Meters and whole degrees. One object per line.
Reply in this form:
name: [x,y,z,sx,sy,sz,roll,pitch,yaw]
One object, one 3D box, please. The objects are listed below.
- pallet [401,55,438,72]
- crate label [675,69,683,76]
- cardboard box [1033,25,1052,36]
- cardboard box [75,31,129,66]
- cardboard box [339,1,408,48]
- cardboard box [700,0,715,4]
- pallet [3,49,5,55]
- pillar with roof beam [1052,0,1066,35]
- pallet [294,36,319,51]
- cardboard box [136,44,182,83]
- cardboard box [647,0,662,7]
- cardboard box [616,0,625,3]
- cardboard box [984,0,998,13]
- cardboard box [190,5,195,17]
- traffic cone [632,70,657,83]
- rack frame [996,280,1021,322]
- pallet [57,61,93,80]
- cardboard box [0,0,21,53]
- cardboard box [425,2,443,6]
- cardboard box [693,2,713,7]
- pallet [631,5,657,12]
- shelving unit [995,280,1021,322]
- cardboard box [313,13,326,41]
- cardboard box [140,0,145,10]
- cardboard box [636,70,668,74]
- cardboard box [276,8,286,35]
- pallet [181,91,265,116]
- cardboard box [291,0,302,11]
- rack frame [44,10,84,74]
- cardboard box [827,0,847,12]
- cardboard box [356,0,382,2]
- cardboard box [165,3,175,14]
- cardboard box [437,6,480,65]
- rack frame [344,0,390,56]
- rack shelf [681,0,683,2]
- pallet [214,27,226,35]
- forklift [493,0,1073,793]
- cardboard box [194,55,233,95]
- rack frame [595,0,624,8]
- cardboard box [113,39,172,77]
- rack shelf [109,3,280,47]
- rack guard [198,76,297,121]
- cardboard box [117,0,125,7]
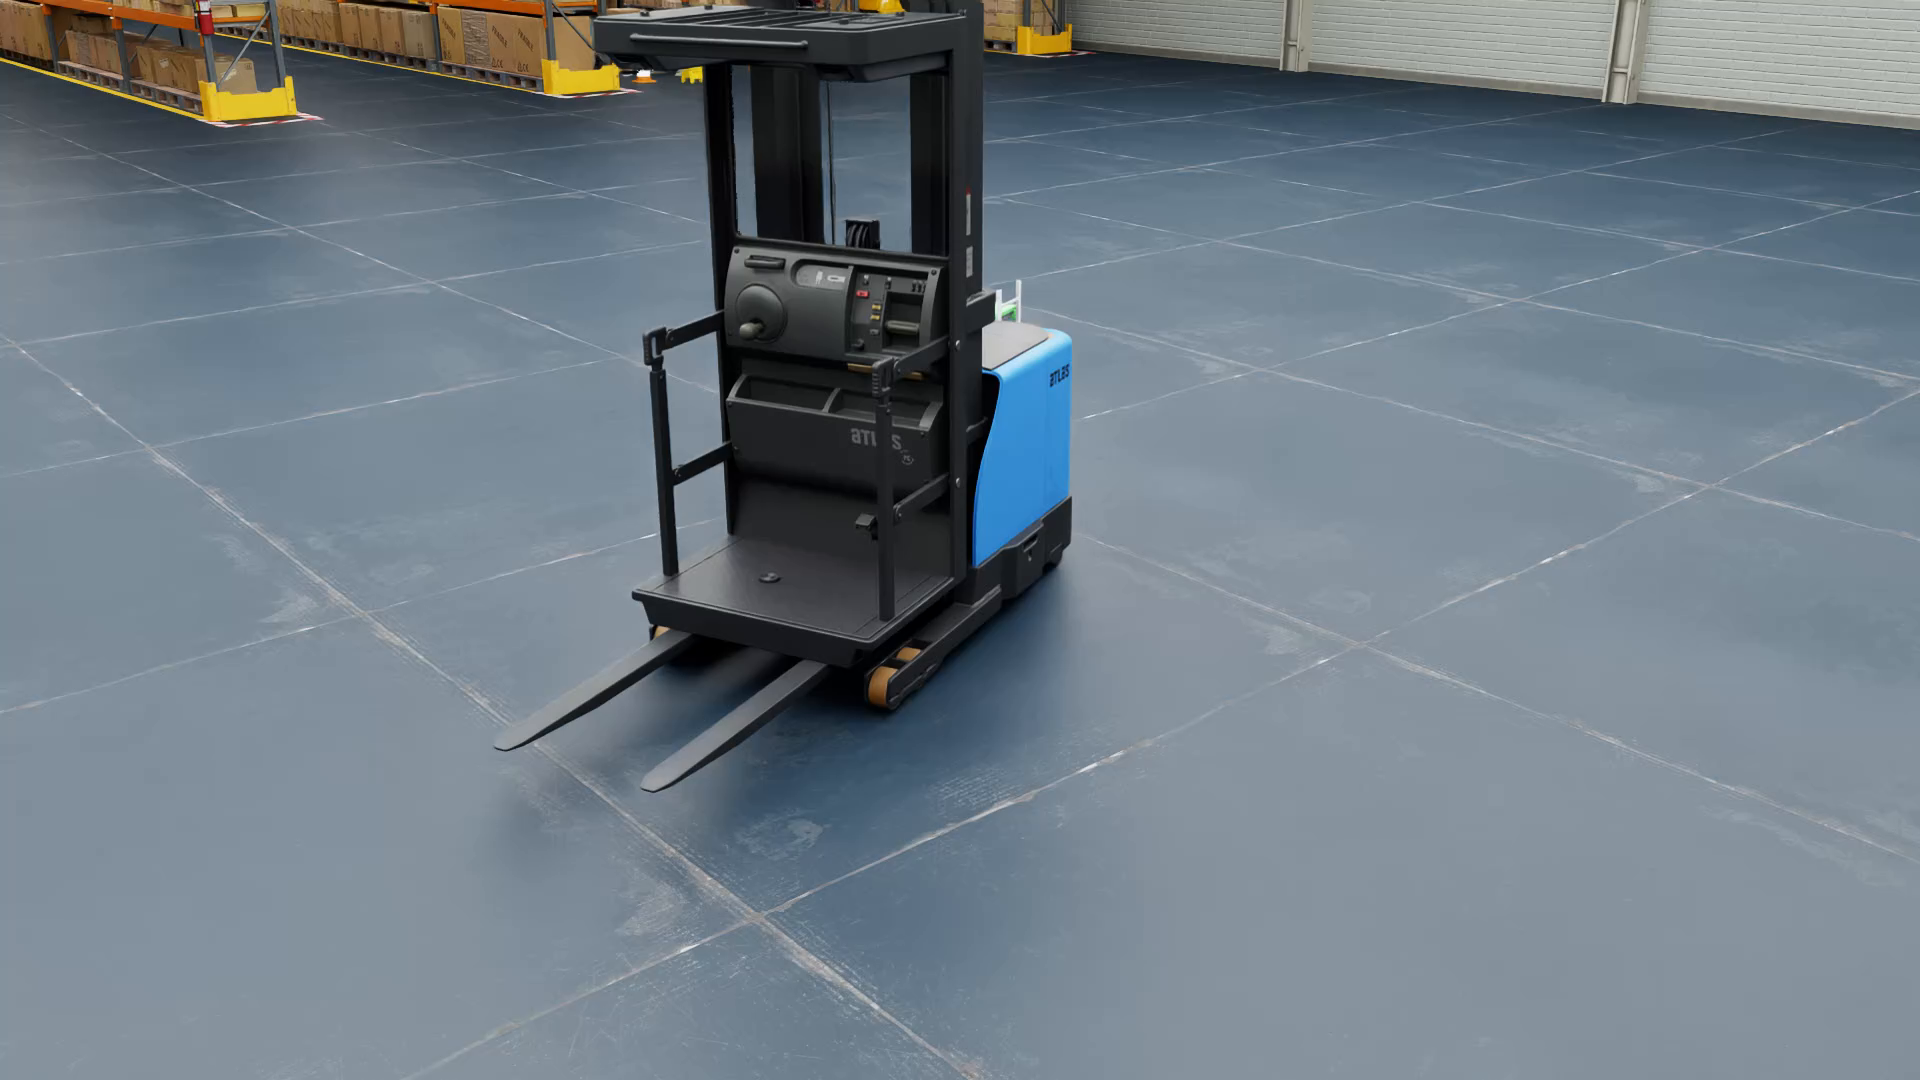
pallet: [-9.015,-8.334,28.972,1.003,0.211,1.213,-17,27,-37]
crate label: [-4.596,-7.861,27.867,0.298,0.136,0.250,7,23,18]
cardboard box: [1.427,-9.818,32.133,0.500,0.250,0.500,-17,27,-37]
cardboard box: [-14.064,-8.100,27.375,0.500,0.500,0.700,20,29,41]
cardboard box: [-10.736,-9.500,30.636,1.050,0.750,0.750,-18,28,-38]
cardboard box: [-4.553,-9.934,30.510,0.380,0.149,0.250,-17,27,-37]
pallet: [-17.937,-9.425,31.757,1.003,0.211,1.213,-17,27,-37]
pillar with roof beam: [-1.434,-12.896,28.571,9.100,9.000,0.400,-17,27,-37]
pallet: [-12.366,-9.797,32.707,1.003,0.211,1.213,-17,27,-37]
cardboard box: [-12.047,-7.196,25.094,0.500,0.500,0.500,-18,28,-39]
cardboard box: [-7.311,-13.449,41.060,0.700,0.500,0.500,-19,28,-39]
cardboard box: [-8.518,-13.983,42.419,0.797,0.503,0.637,-19,28,-39]
cardboard box: [0.724,-10.294,31.977,0.500,0.250,0.500,-17,27,-36]
cardboard box: [-10.172,-7.161,22.498,0.380,0.149,0.250,-17,27,-37]
traffic cone: [-5.114,-7.635,26.844,0.336,0.463,0.334,-17,27,-37]
rack frame: [0.227,-0.622,7.926,0.015,1.200,0.240,10,24,24]
pallet: [-14.380,-7.875,27.800,1.003,0.211,1.213,-17,27,-37]
cardboard box: [-16.483,-9.282,29.907,1.225,0.875,0.875,-19,28,-39]
cardboard box: [-12.096,-12.803,39.495,0.875,0.438,0.875,-19,28,-39]
cardboard box: [-4.589,-9.680,30.753,0.500,0.500,0.500,-16,26,-35]
pallet: [-7.482,-13.265,41.562,1.003,0.211,1.213,-17,27,-37]
shelving unit: [0.008,-0.661,8.026,0.503,1.200,0.258,10,24,24]
cardboard box: [-12.029,-9.838,31.840,0.500,0.500,0.500,-16,27,-35]
cardboard box: [-11.530,-7.697,23.866,0.380,0.149,0.250,-17,27,-37]
cardboard box: [-5.223,-8.258,28.379,0.637,0.503,0.797,3,22,9]
cardboard box: [-13.395,-10.412,33.305,0.500,0.500,0.500,-16,27,-35]
pallet: [-10.220,-6.134,23.357,1.003,0.211,1.213,-17,27,-37]
cardboard box: [-12.715,-10.472,32.432,0.500,0.250,0.500,-16,27,-35]
rack frame: [-14.889,-9.389,27.843,1.000,3.000,0.127,-17,27,-37]
cardboard box: [-2.354,-11.481,35.863,0.875,0.625,0.625,-19,28,-40]
cardboard box: [-11.332,-10.171,31.663,0.500,0.250,0.500,-19,28,-40]
cardboard box: [-10.837,-7.433,23.193,0.380,0.149,0.250,-17,27,-37]
cardboard box: [-8.096,-8.453,27.790,0.875,0.875,0.875,-17,27,-37]
rack frame: [-11.065,-10.542,30.787,1.000,3.000,0.127,-17,27,-37]
rack shelf: [-6.075,-10.861,32.587,1.077,0.370,4.000,-17,27,-37]
pallet: [-15.734,-11.200,36.290,1.003,0.211,1.213,-17,27,-37]
forklift: [-0.596,-0.900,6.264,1.130,2.935,3.031,10,24,25]
cardboard box: [-10.478,-6.544,23.431,0.500,0.500,0.500,-10,23,-24]
rack frame: [-7.381,-11.748,33.866,1.000,3.000,0.127,-17,27,-37]
cardboard box: [-12.662,-7.500,25.843,0.500,0.500,0.700,20,29,41]
rack shelf: [-10.972,-7.397,23.742,1.077,0.370,4.000,-17,27,-37]
rack guard: [-9.716,-6.036,22.709,1.175,0.500,0.348,-17,27,-37]
cardboard box: [-12.212,-7.964,24.549,0.380,0.149,0.250,-17,27,-37]
